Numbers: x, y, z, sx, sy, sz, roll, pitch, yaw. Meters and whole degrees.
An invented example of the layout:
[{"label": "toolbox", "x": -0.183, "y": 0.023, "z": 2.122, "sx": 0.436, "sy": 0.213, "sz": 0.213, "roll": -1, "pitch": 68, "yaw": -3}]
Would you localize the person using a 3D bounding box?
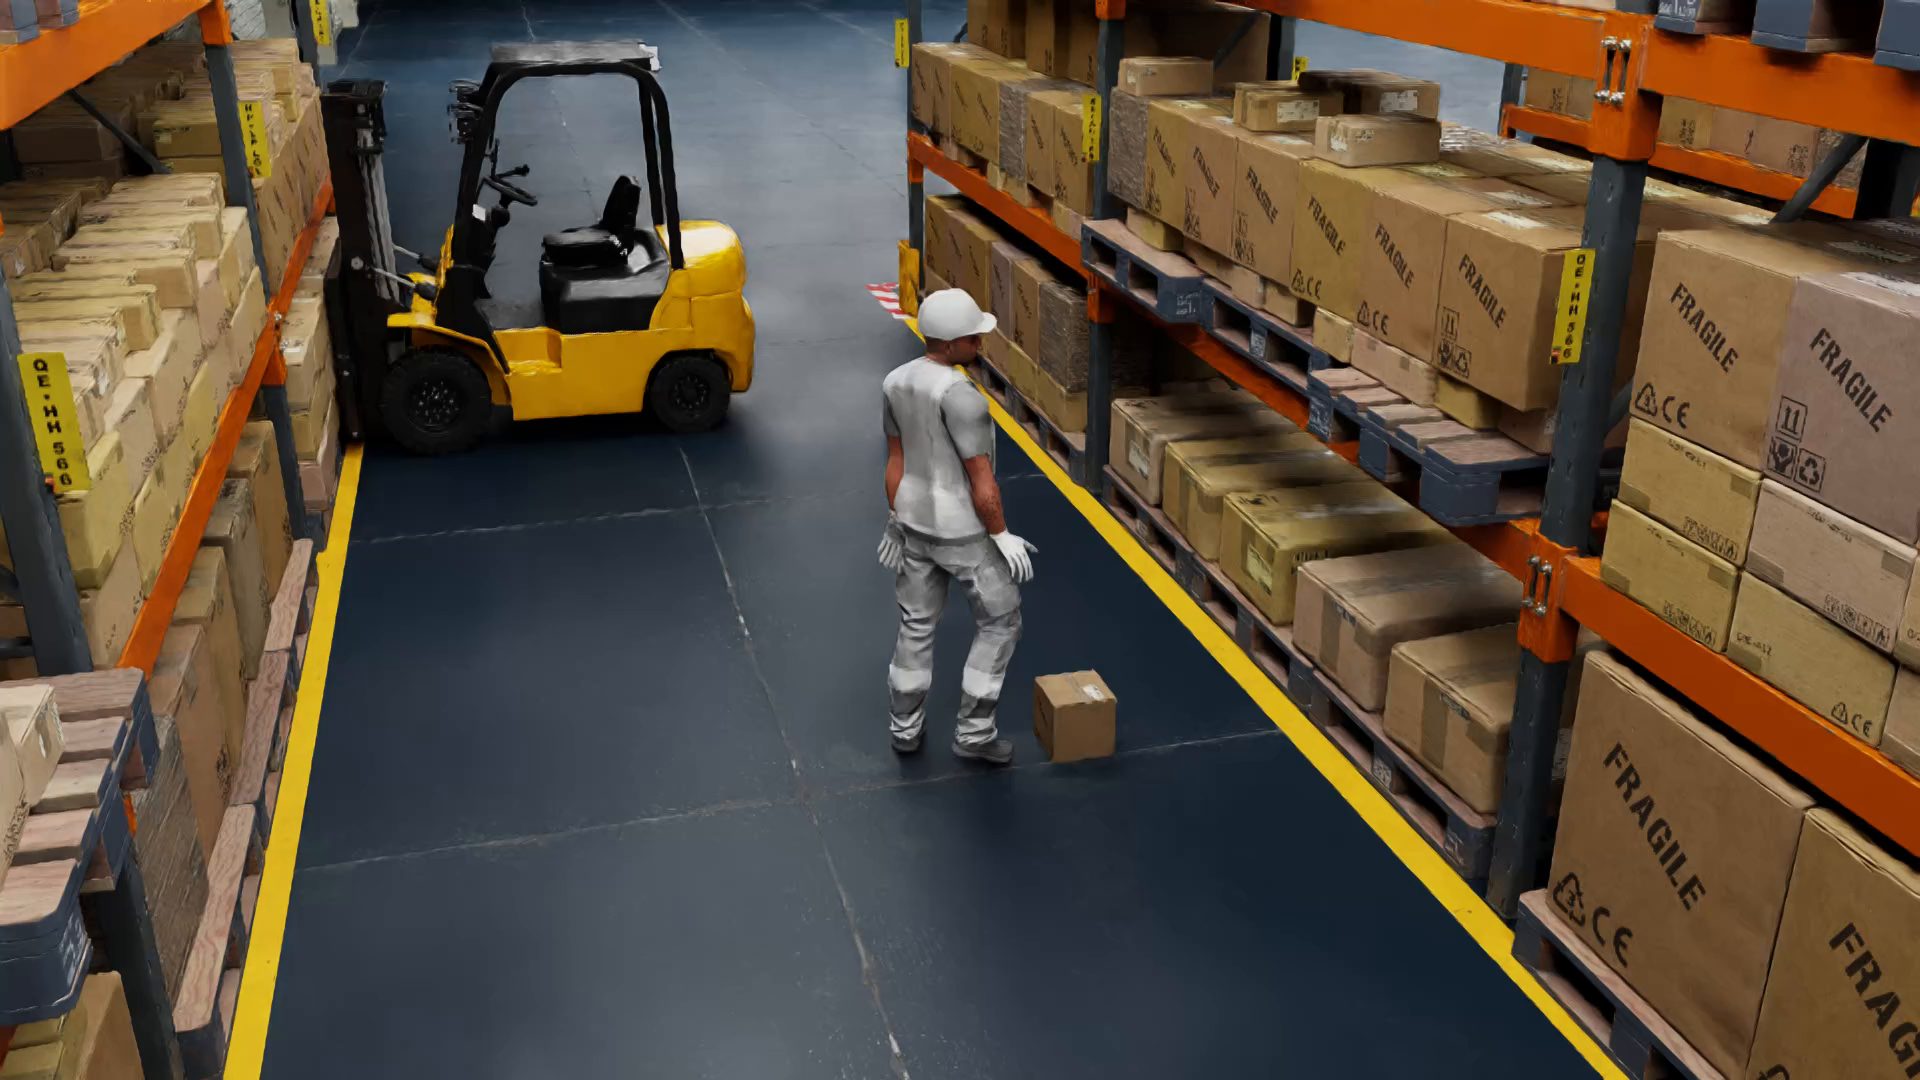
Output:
[{"label": "person", "x": -0.023, "y": -0.011, "z": 6.030, "sx": 0.379, "sy": 1.804, "sz": 0.671, "roll": -19, "pitch": 29, "yaw": -37}]
